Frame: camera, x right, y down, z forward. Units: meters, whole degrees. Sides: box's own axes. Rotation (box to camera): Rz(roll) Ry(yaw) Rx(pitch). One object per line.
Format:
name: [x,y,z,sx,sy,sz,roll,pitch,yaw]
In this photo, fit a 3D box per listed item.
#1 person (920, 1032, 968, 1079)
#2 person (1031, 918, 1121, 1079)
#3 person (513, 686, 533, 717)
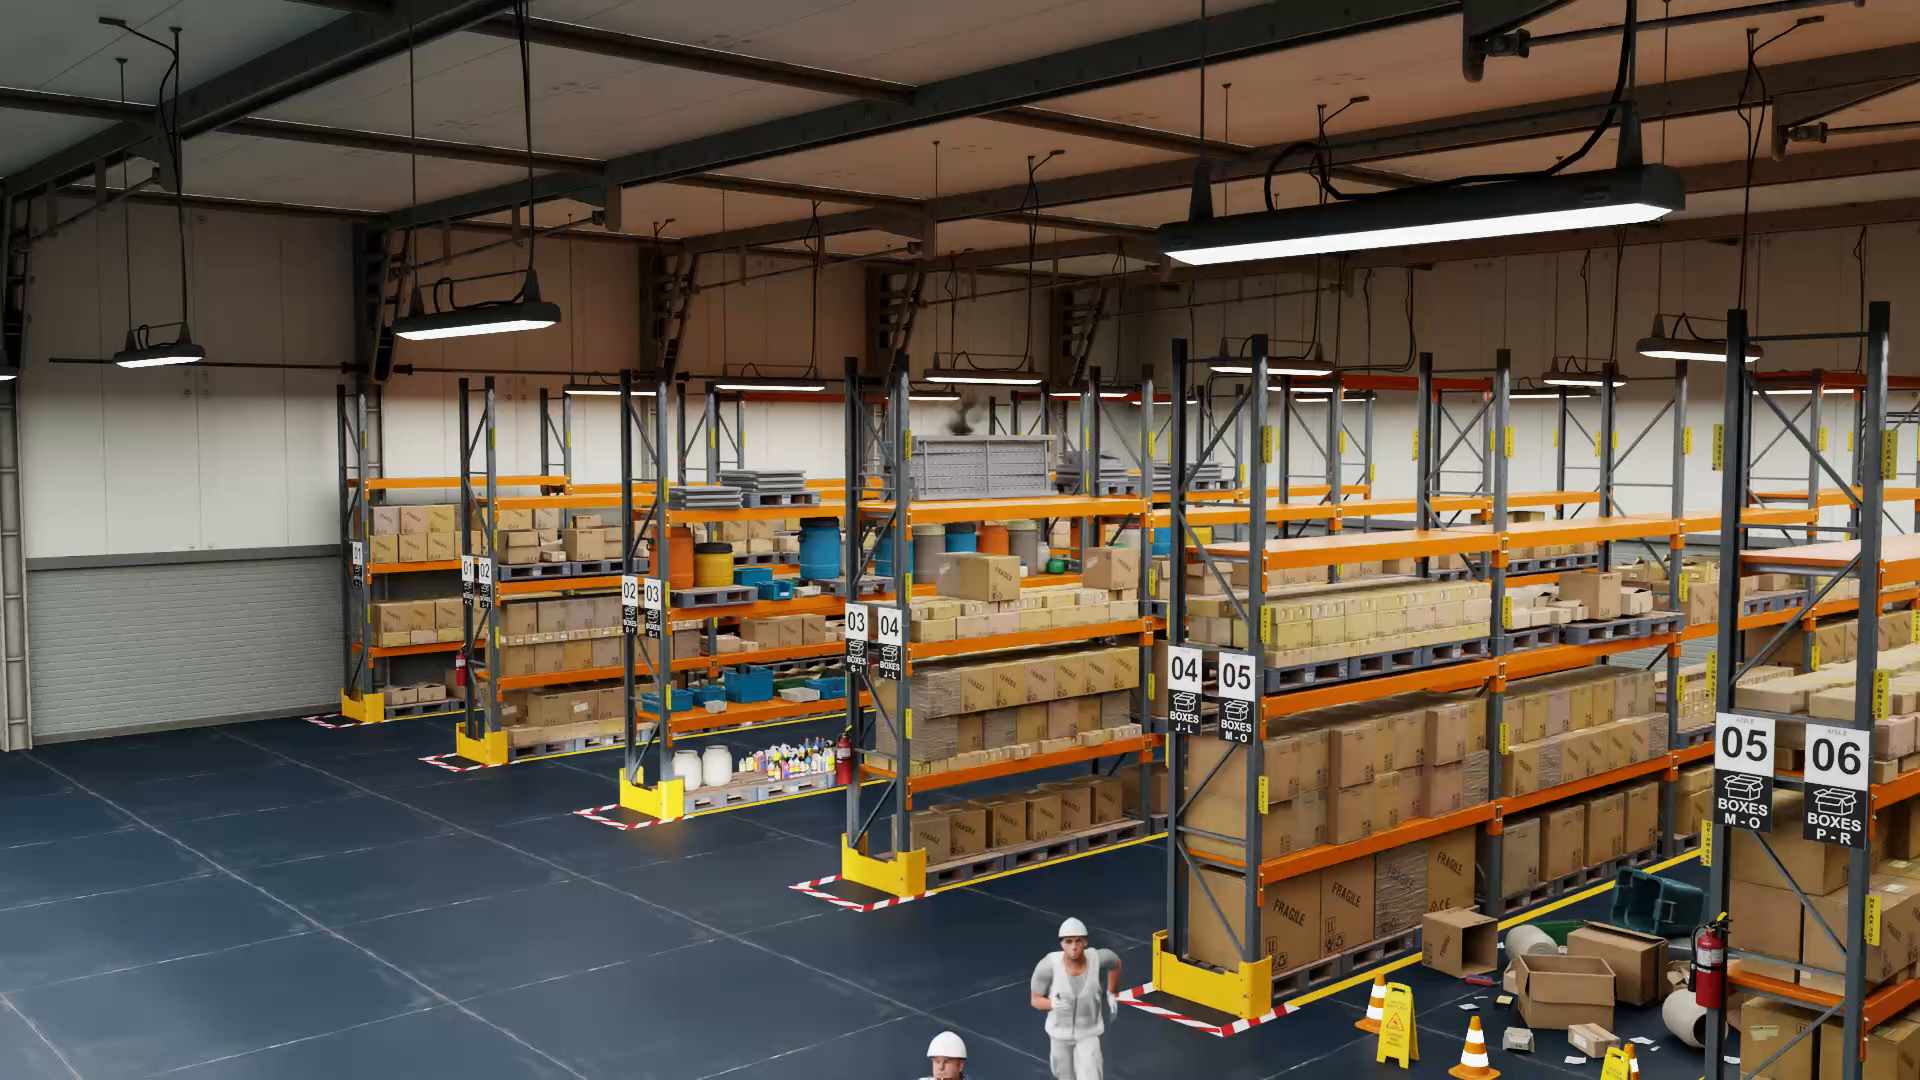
person: [-0.053,3.677,9.537,0.656,1.746,0.627,0,4,4]
person: [0.815,3.509,11.717,0.620,1.785,0.829,0,4,8]
person: [-7.439,2.468,28.410,0.593,1.669,0.614,-3,5,-39]
